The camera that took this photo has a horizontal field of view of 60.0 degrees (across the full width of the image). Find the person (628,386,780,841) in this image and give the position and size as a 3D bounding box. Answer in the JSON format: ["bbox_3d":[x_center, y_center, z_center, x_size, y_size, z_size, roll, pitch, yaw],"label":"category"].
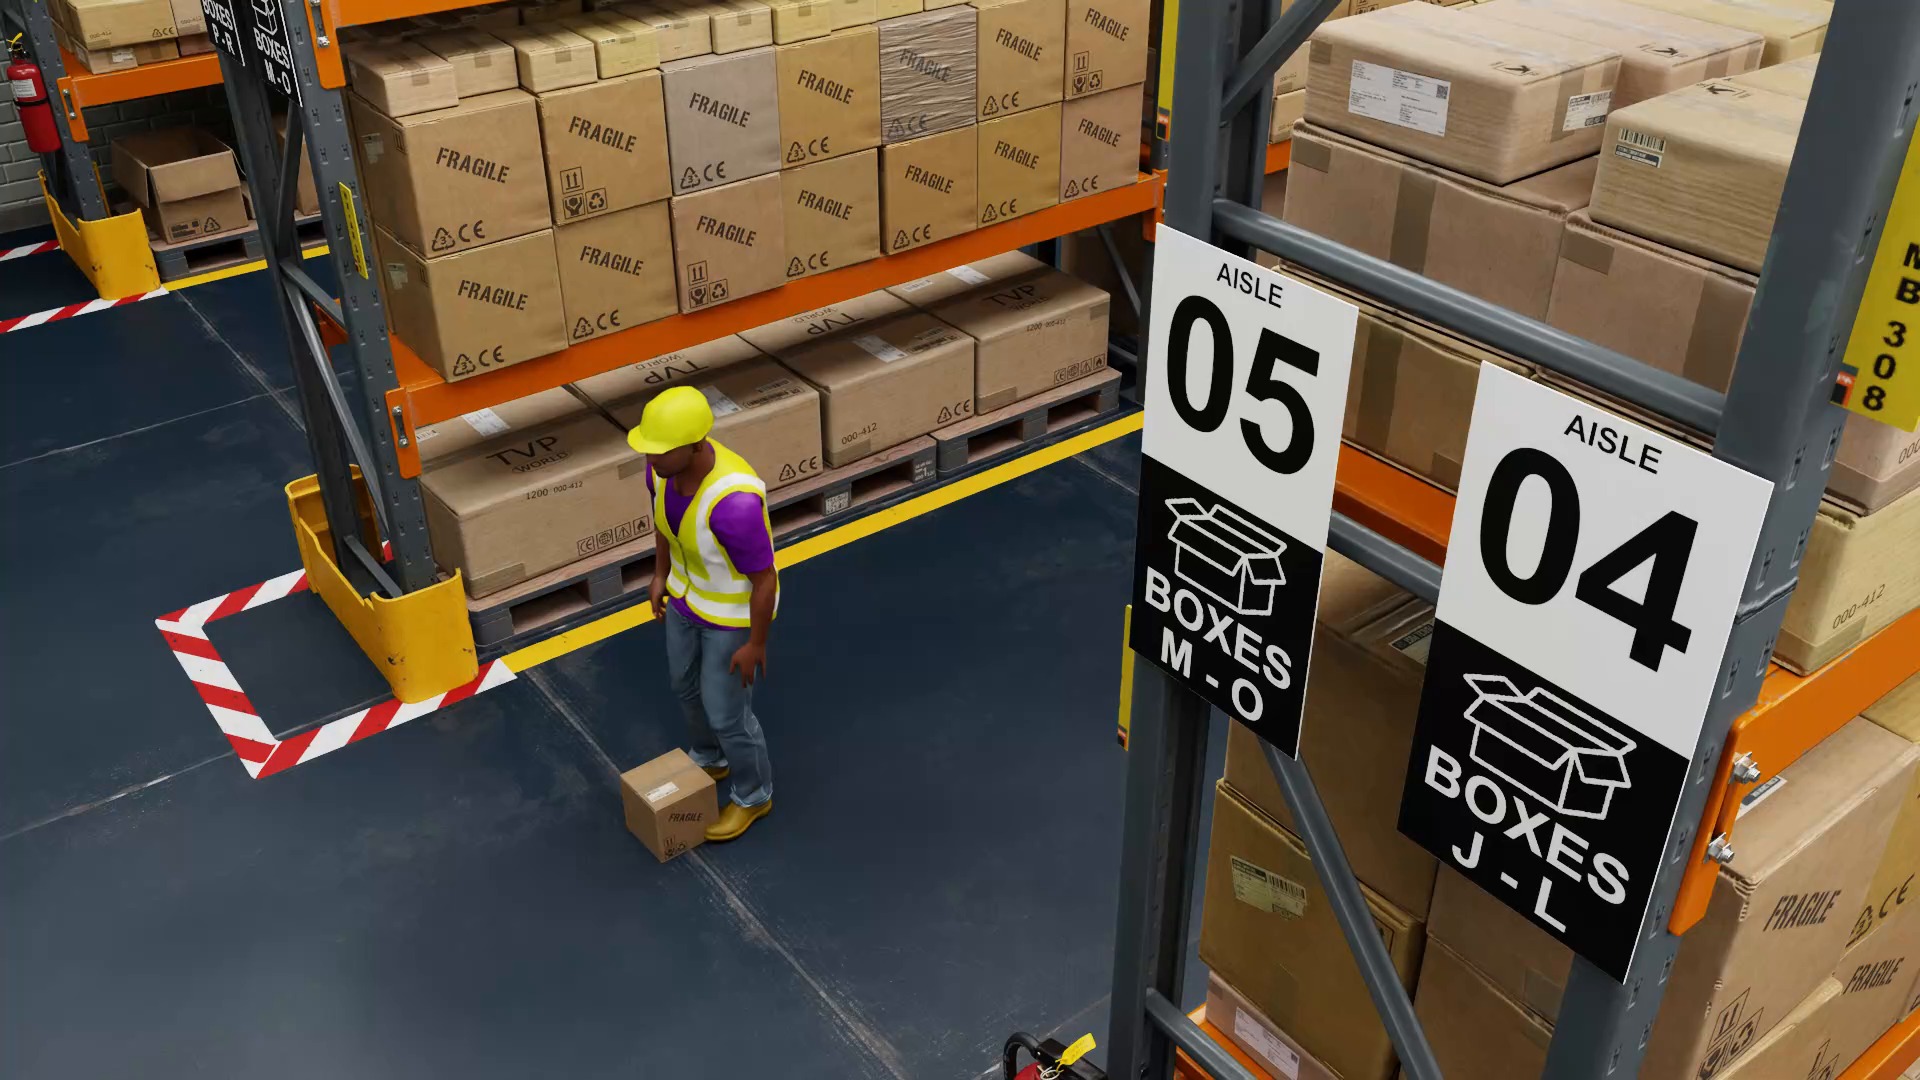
[{"bbox_3d":[-0.870,0.242,5.734,0.460,1.759,0.629,-25,40,-34],"label":"person"}]
